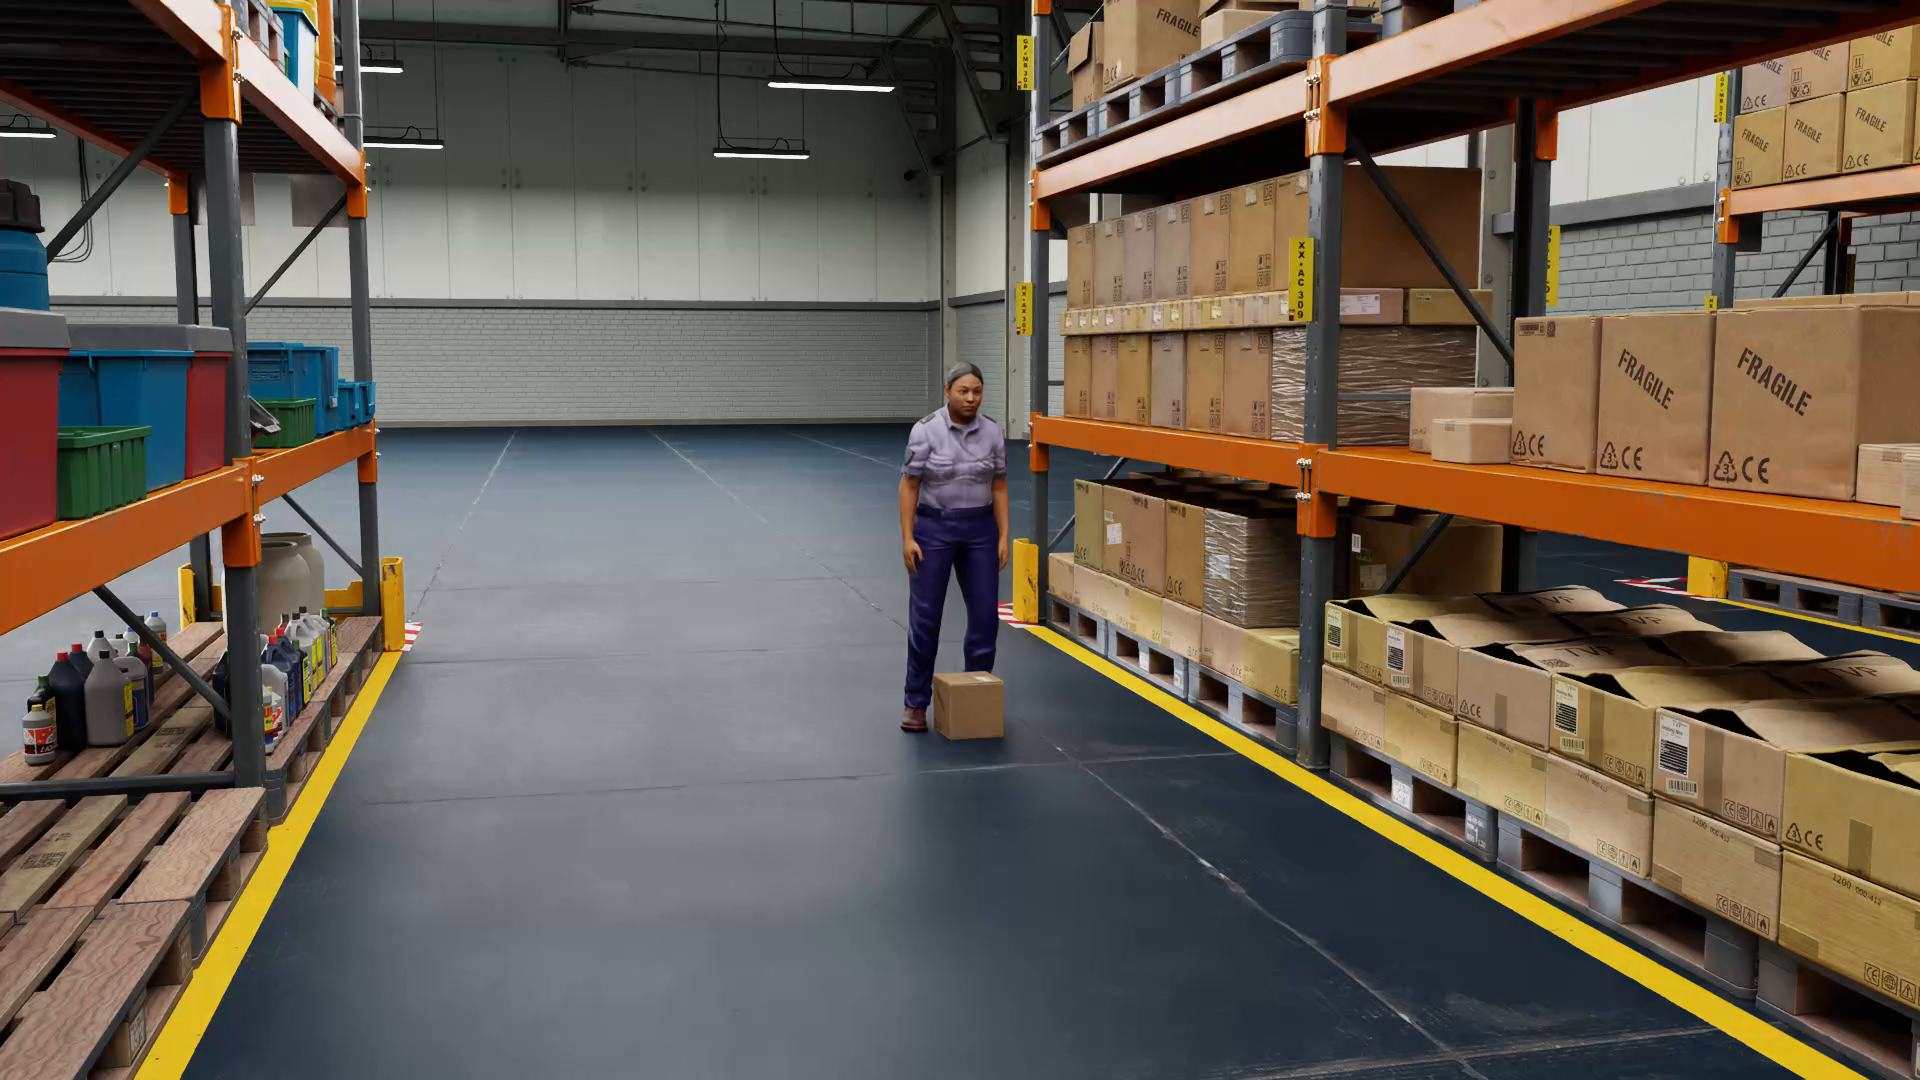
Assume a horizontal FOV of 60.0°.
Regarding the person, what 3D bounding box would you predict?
[{"bbox_3d":[-0.010,0.022,7.527,0.562,1.651,0.392,-2,7,-17],"label":"person"}]
